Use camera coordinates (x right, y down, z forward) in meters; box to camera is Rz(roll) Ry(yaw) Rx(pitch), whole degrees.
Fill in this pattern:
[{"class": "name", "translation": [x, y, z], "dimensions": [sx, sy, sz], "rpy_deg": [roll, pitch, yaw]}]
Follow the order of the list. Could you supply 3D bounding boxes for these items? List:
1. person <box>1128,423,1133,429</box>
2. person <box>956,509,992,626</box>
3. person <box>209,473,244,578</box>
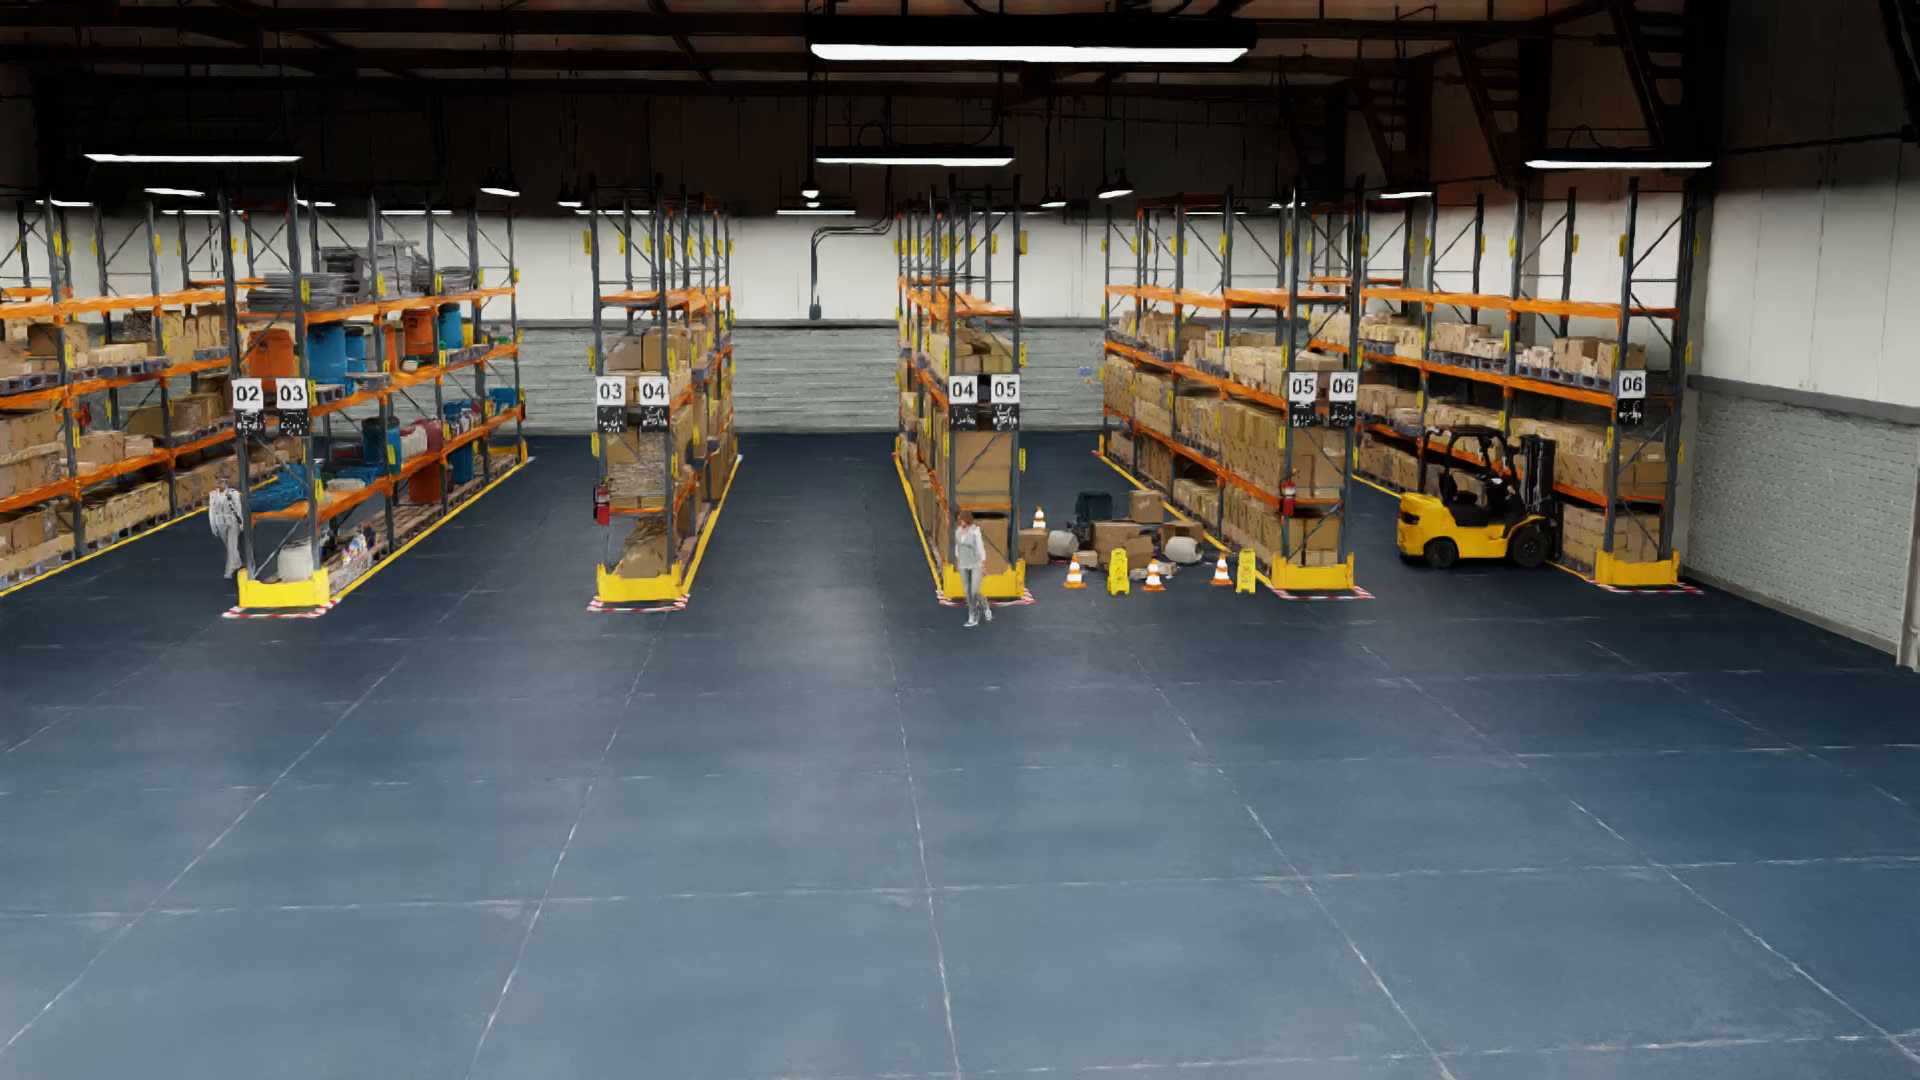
[{"class": "person", "translation": [4.522, -3.472, 43.792], "dimensions": [0.463, 1.600, 0.509], "rpy_deg": [-7, 12, -35]}, {"class": "person", "translation": [0.179, 0.356, 22.118], "dimensions": [0.471, 1.589, 0.476], "rpy_deg": [7, 12, 34]}, {"class": "person", "translation": [-11.249, -0.259, 25.481], "dimensions": [0.495, 1.589, 1.086], "rpy_deg": [0, 10, -2]}]
